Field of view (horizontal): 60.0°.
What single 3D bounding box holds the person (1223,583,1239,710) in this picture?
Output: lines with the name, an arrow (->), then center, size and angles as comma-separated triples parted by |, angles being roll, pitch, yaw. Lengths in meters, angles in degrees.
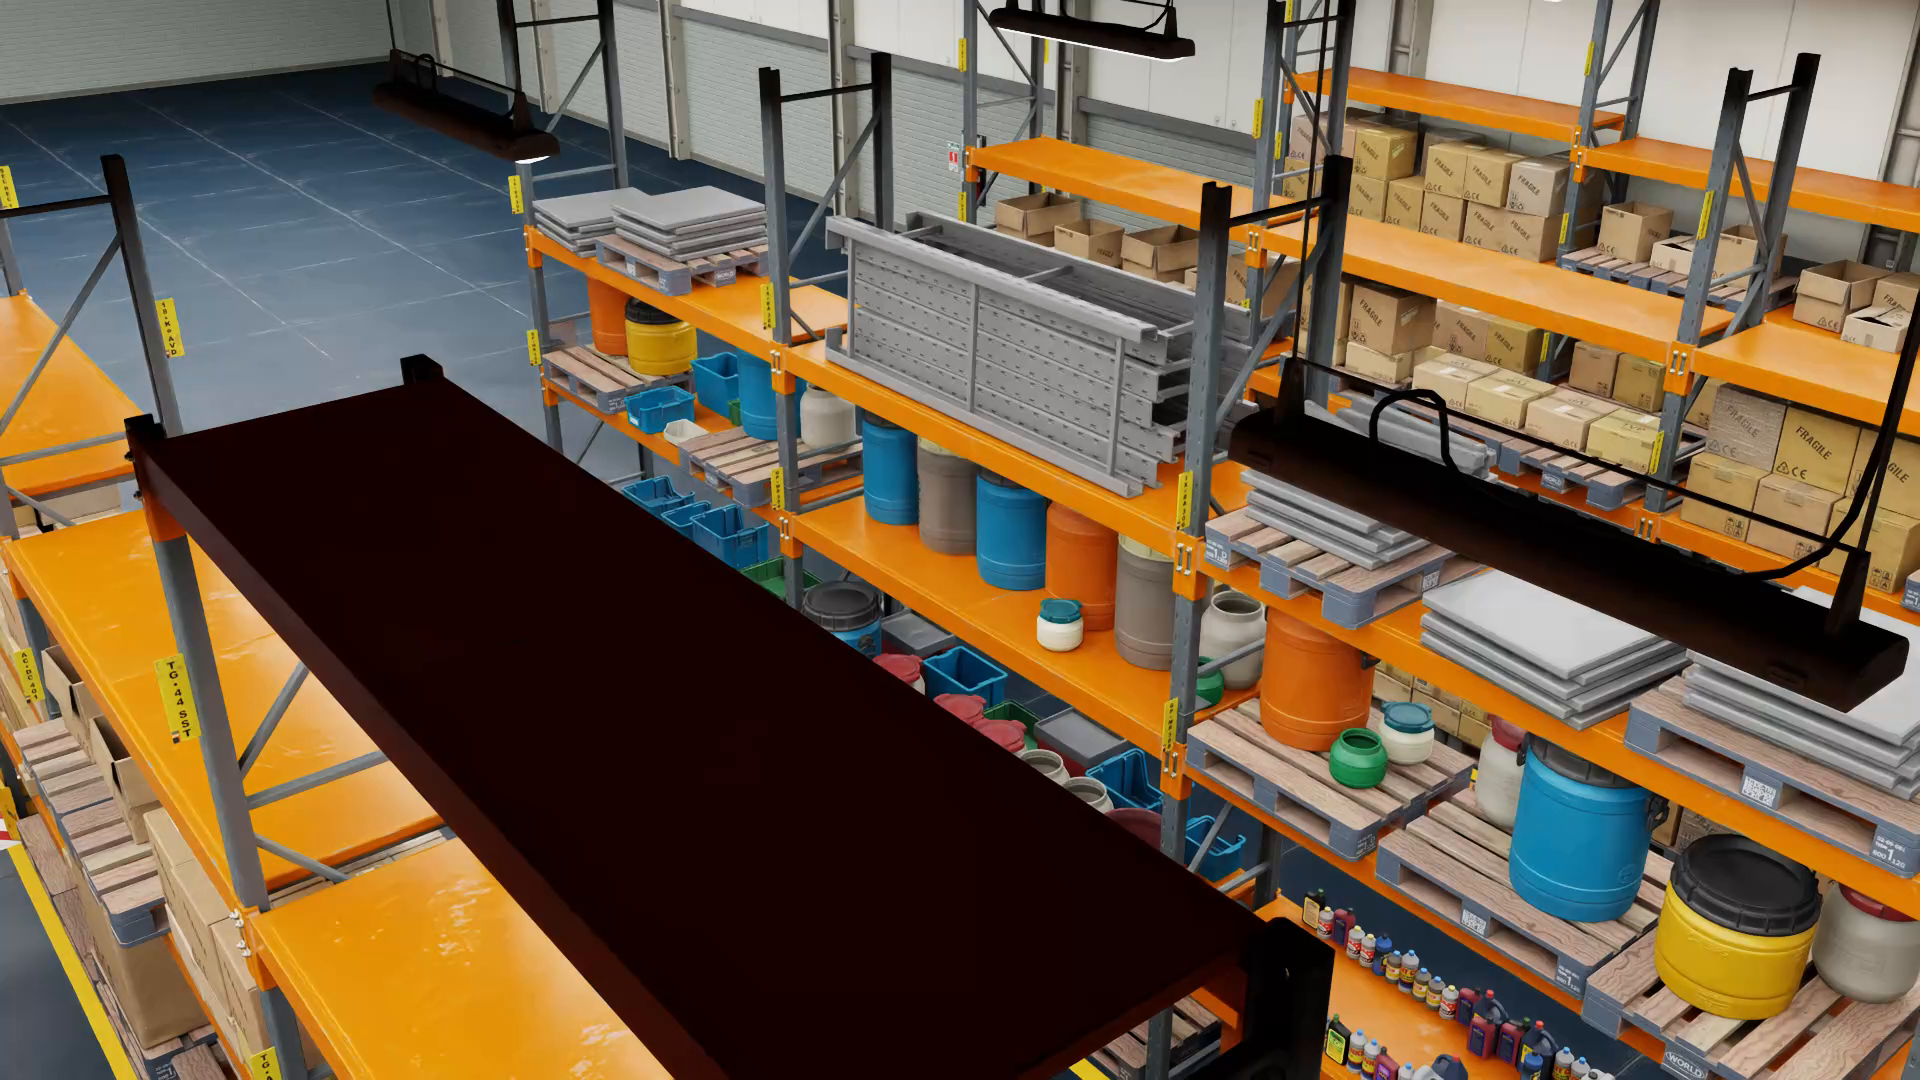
person -> 2.170, 1.041, 14.060 | 1.062, 1.715, 0.645 | 19, 32, 33

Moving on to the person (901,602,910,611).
person -> -0.411, -0.001, 16.217 | 0.548, 1.759, 0.496 | -15, 29, -27
